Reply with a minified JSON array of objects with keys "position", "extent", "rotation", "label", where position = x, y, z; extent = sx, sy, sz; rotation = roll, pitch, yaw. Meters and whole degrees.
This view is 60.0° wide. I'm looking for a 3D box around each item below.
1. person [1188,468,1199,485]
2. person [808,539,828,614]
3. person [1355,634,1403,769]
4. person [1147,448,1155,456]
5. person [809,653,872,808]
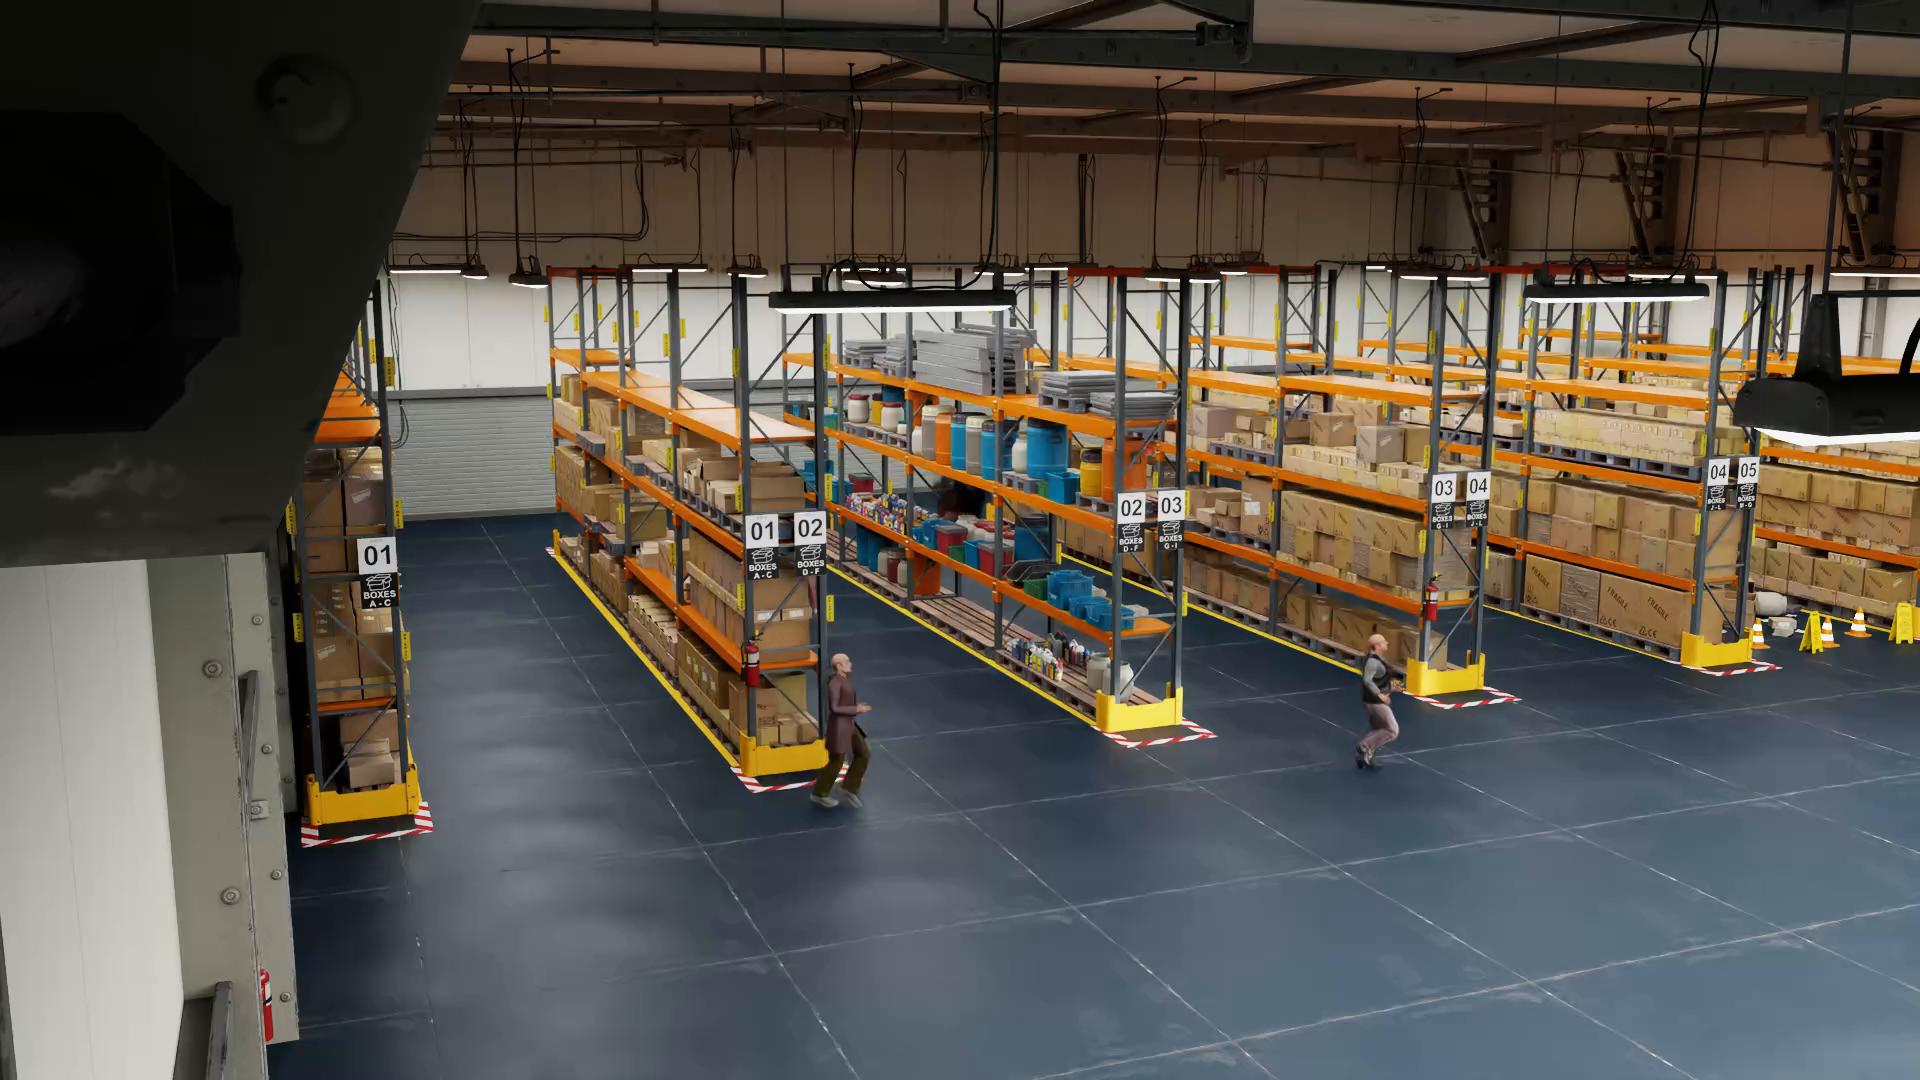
[{"position":[5.756,-1.738,41.721],"extent":[0.915,1.735,0.788],"rotation":[0,10,-2],"label":"person"},{"position":[-2.486,0.398,27.950],"extent":[0.600,1.643,0.584],"rotation":[-4,11,-23],"label":"person"},{"position":[5.153,1.984,20.398],"extent":[0.567,1.677,0.637],"rotation":[1,10,8],"label":"person"},{"position":[4.430,-1.322,39.139],"extent":[0.695,1.750,0.929],"rotation":[0,10,0],"label":"person"},{"position":[-1.330,2.197,19.021],"extent":[0.715,1.834,0.710],"rotation":[2,10,12],"label":"person"}]
